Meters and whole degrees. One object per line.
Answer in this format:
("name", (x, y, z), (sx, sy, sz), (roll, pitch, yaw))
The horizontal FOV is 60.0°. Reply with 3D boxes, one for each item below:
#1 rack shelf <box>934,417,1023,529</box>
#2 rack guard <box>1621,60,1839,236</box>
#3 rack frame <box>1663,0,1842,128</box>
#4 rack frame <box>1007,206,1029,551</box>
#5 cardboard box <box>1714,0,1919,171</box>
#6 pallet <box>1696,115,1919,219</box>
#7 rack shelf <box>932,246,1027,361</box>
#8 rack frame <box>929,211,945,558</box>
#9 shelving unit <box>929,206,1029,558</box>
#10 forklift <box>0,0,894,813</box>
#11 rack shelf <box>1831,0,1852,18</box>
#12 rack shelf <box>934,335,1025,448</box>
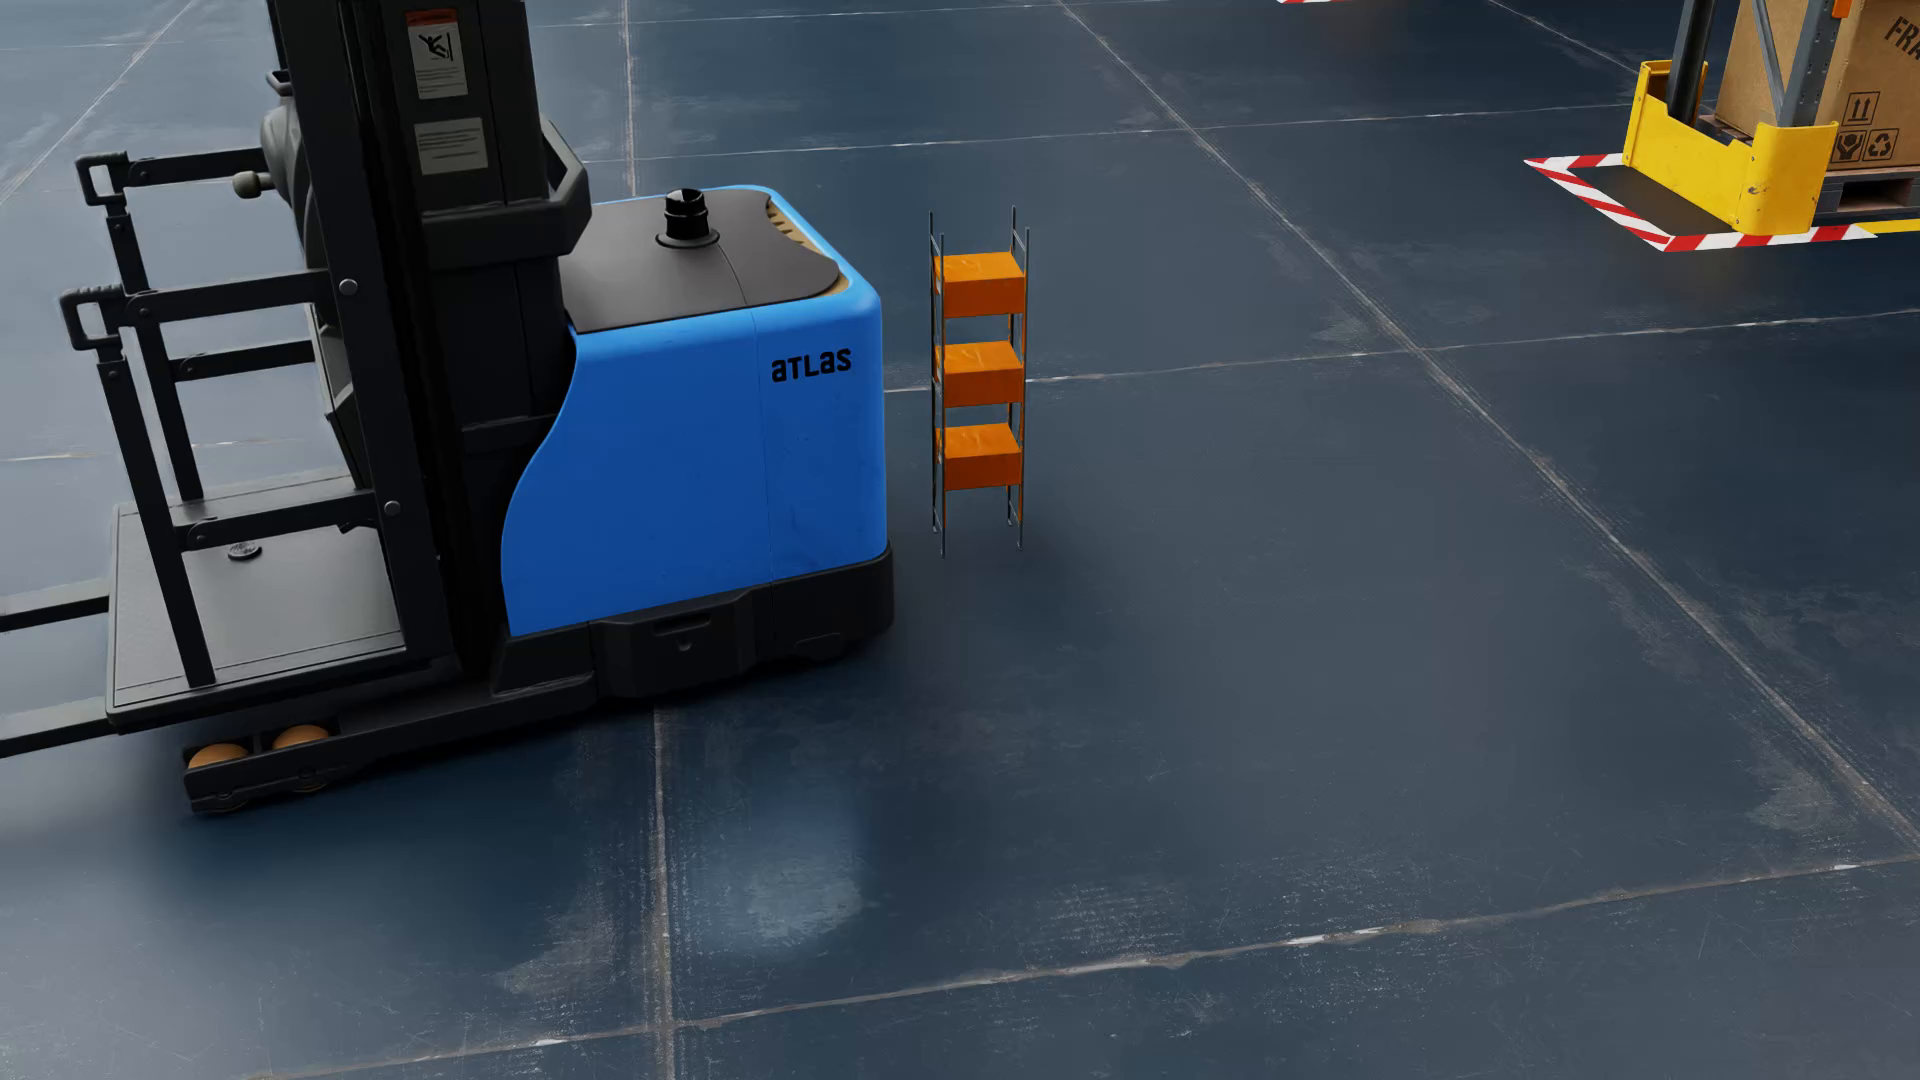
("rack shelf", (0.053, -0.209, 5.138), (0.240, 0.259, 0.215), (-5, 31, -9))
("rack guard", (3.668, -1.907, 8.001), (0.348, 0.500, 1.175), (-5, 31, -9))
("rack frame", (3.691, -2.987, 7.371), (0.127, 3.000, 1.000), (-5, 31, -9))
("rack frame", (0.173, -0.469, 5.011), (0.008, 1.050, 0.200), (-5, 31, -9))
("cardboard box", (4.346, -2.347, 7.964), (0.875, 0.875, 0.875), (-5, 31, -9))
("pallet", (4.464, -1.897, 8.268), (1.213, 0.211, 1.003), (-5, 31, -9))
("rack shelf", (0.053, -0.693, 4.854), (0.240, 0.259, 0.215), (-5, 31, -9))
("rack frame", (-0.067, -0.446, 4.973), (0.008, 1.050, 0.200), (-5, 31, -9))
("shelving unit", (0.053, -0.457, 4.992), (0.252, 1.050, 0.215), (-5, 31, -9))
("forklift", (-1.754, -0.896, 3.883), (3.031, 2.935, 1.130), (-12, 33, -20))
("rack shelf", (5.659, -2.860, 7.864), (4.000, 0.370, 1.077), (-5, 31, -9))
("rack shelf", (0.053, -0.448, 4.998), (0.240, 0.259, 0.215), (-5, 31, -9))
